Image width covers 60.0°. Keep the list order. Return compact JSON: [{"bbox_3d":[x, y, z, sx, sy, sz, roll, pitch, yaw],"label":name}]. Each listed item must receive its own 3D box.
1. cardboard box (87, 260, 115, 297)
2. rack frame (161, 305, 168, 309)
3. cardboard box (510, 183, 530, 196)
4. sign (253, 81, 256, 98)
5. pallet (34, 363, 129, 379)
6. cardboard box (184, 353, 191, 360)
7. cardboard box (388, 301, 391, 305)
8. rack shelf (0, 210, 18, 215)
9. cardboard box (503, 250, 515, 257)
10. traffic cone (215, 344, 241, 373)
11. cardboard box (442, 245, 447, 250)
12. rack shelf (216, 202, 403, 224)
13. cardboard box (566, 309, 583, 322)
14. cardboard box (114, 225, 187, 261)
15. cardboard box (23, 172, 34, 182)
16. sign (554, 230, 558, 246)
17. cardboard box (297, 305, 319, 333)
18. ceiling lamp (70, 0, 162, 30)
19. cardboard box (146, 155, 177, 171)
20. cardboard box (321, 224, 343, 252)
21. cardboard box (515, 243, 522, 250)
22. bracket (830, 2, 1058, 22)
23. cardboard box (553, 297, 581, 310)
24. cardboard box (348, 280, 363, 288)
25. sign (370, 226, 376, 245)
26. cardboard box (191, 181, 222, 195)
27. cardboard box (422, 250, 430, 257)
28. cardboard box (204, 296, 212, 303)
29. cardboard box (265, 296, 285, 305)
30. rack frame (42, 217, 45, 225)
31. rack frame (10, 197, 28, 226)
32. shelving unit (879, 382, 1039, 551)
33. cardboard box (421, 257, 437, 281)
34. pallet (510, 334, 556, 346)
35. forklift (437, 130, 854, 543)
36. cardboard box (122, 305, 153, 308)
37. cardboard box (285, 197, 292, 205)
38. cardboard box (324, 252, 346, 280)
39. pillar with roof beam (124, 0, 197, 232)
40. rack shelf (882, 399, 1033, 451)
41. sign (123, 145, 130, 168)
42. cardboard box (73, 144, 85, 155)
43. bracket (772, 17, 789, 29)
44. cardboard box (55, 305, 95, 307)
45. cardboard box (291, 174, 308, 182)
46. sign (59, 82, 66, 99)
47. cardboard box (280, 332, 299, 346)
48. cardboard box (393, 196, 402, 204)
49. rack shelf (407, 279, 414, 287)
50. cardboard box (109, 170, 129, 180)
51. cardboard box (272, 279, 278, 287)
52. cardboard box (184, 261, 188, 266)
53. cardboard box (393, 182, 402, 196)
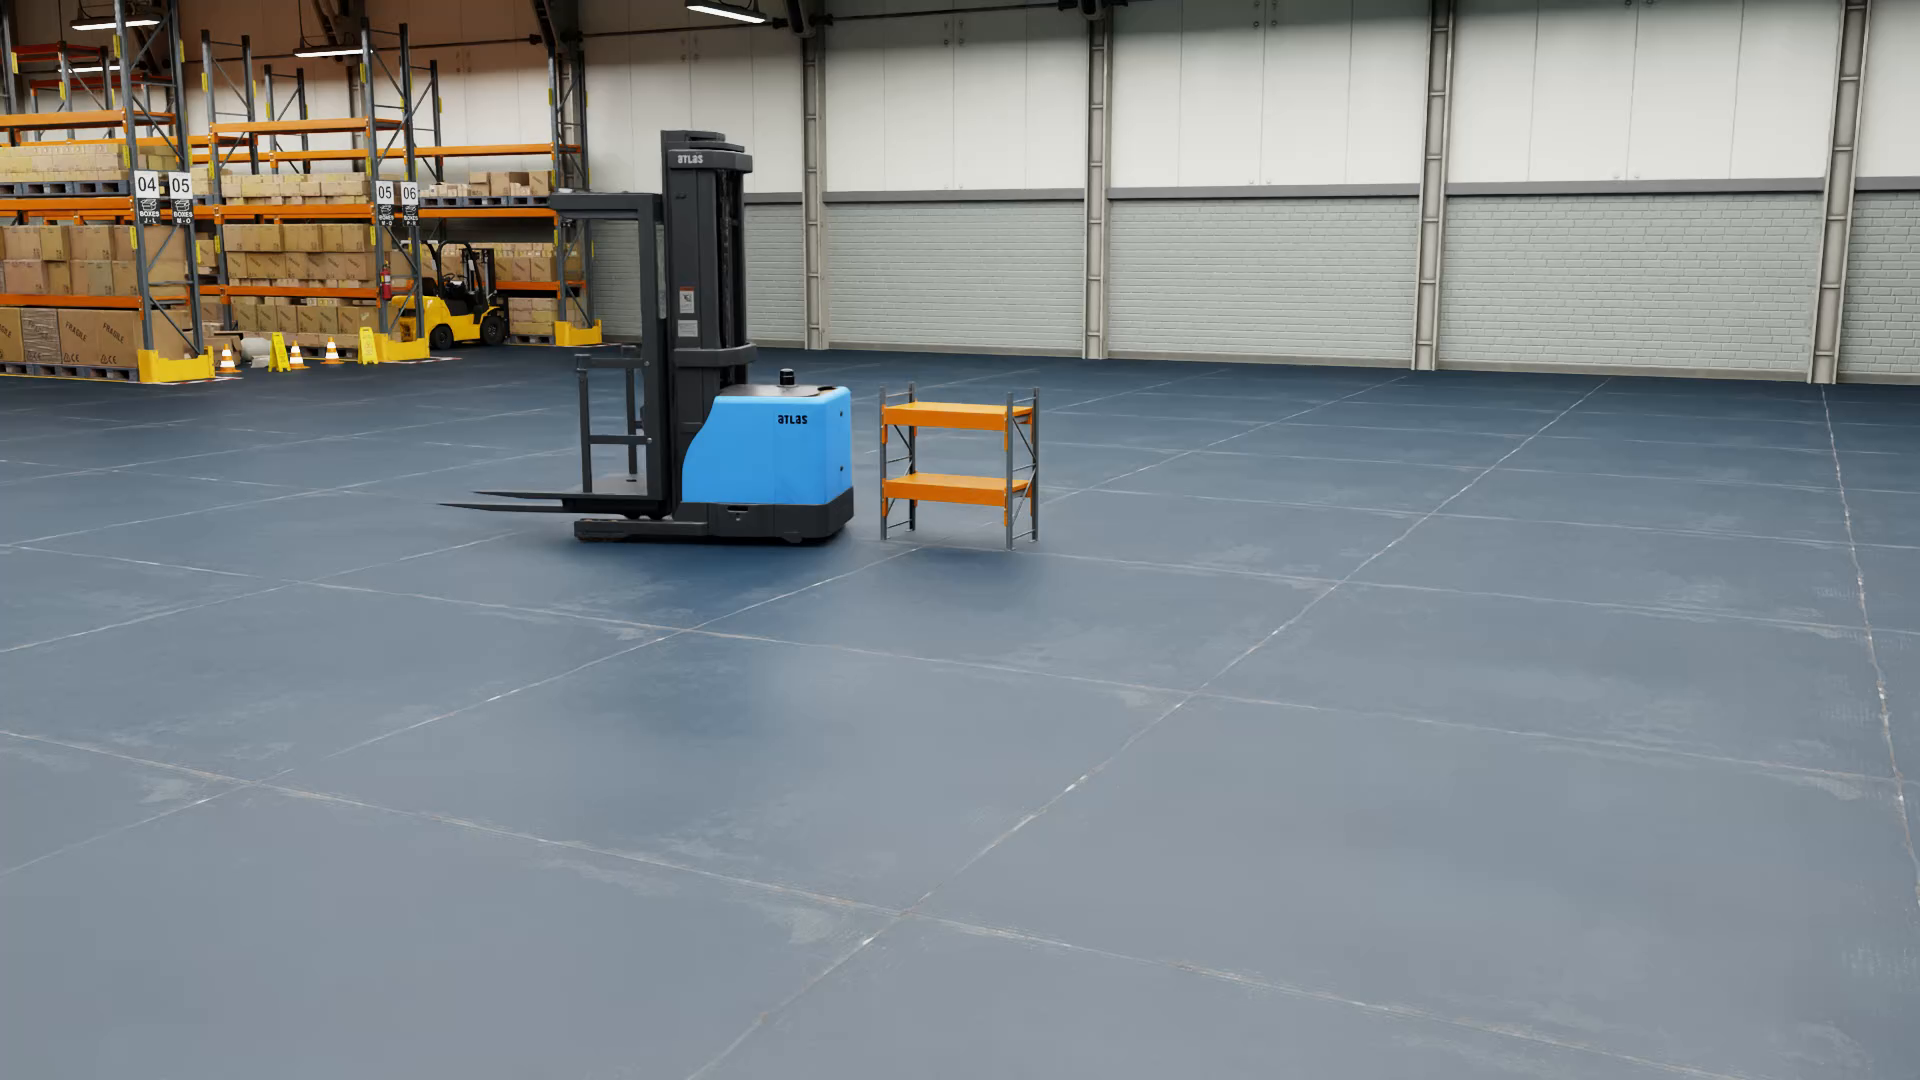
[{"bbox_3d":[-13.177,-4.135,26.233,0.550,0.550,0.875,5,11,26],"label":"cardboard box"},{"bbox_3d":[-18.791,-6.536,39.923,0.127,3.000,1.000,5,11,26],"label":"rack frame"},{"bbox_3d":[-9.134,-7.293,34.600,0.258,0.266,0.396,5,11,26],"label":"cardboard box"},{"bbox_3d":[-13.553,-8.649,31.905,0.005,0.325,0.100,5,11,26],"label":"sign"},{"bbox_3d":[-14.163,-2.774,26.964,1.213,0.211,1.003,5,11,26],"label":"pallet"},{"bbox_3d":[-13.552,-3.128,28.767,0.258,0.266,0.396,7,13,36],"label":"cardboard box"},{"bbox_3d":[-12.089,-4.983,36.831,0.625,0.625,0.875,6,12,28],"label":"cardboard box"},{"bbox_3d":[-17.702,-5.594,28.314,4.000,0.370,1.077,5,11,26],"label":"rack shelf"},{"bbox_3d":[-9.390,-6.022,34.980,0.250,0.149,0.380,5,11,24],"label":"cardboard box"},{"bbox_3d":[-12.170,-3.020,27.615,0.334,0.463,0.336,5,11,26],"label":"traffic cone"},{"bbox_3d":[-10.955,-6.323,35.809,0.250,0.149,0.380,5,11,25],"label":"cardboard box"},{"bbox_3d":[-12.016,-6.077,30.984,4.000,0.370,1.077,5,11,26],"label":"rack shelf"},{"bbox_3d":[-8.359,-4.761,35.249,0.500,0.250,0.500,5,12,27],"label":"cardboard box"},{"bbox_3d":[-12.637,-4.640,25.991,0.550,0.550,0.875,5,11,26],"label":"cardboard box"},{"bbox_3d":[-14.590,-5.740,26.344,0.250,0.149,0.380,5,11,26],"label":"cardboard box"},{"bbox_3d":[-8.282,-6.192,34.102,0.005,0.325,0.100,5,11,26],"label":"sign"},{"bbox_3d":[-11.975,-4.123,31.026,0.500,0.500,0.500,5,11,24],"label":"cardboard box"},{"bbox_3d":[-14.655,-10.578,29.018,2.000,3.185,0.800,5,11,26],"label":"ceiling lamp"},{"bbox_3d":[-12.641,-5.883,26.015,0.500,0.250,0.500,5,11,26],"label":"cardboard box"},{"bbox_3d":[-11.227,-5.532,30.449,0.500,0.500,0.700,5,11,26],"label":"cardboard box"},{"bbox_3d":[-9.116,-6.162,34.919,0.250,0.149,0.380,5,11,26],"label":"cardboard box"},{"bbox_3d":[-0.333,-9.746,30.707,4.783,0.066,0.076,5,11,26],"label":"bracket"},{"bbox_3d":[-8.376,-5.005,35.193,0.500,0.250,0.500,5,11,25],"label":"cardboard box"},{"bbox_3d":[-10.928,-4.672,30.326,0.250,0.149,0.380,5,11,25],"label":"cardboard box"},{"bbox_3d":[-10.486,-5.436,29.704,0.005,0.325,0.100,5,11,26],"label":"sign"},{"bbox_3d":[-14.397,-6.745,31.894,0.500,0.250,0.500,5,11,25],"label":"cardboard box"},{"bbox_3d":[-11.447,-6.207,36.003,0.250,0.149,0.380,5,11,25],"label":"cardboard box"},{"bbox_3d":[-17.609,-5.688,39.257,0.250,0.149,0.380,5,11,26],"label":"cardboard box"},{"bbox_3d":[-12.852,-4.506,31.317,0.250,0.149,0.380,6,12,28],"label":"cardboard box"},{"bbox_3d":[-22.378,-6.852,41.665,0.127,3.000,1.000,5,11,26],"label":"rack frame"},{"bbox_3d":[-15.909,-4.314,27.646,0.127,3.000,1.000,5,11,26],"label":"rack frame"},{"bbox_3d":[-0.006,-0.554,12.133,1.048,1.125,0.538,5,11,26],"label":"shelving unit"},{"bbox_3d":[-11.334,-5.879,36.008,0.500,0.500,0.500,5,11,24],"label":"cardboard box"},{"bbox_3d":[-8.734,-4.272,35.243,1.213,0.211,1.003,5,11,26],"label":"pallet"},{"bbox_3d":[-2.380,-1.515,12.369,3.031,2.935,1.130,1,10,8],"label":"forklift"},{"bbox_3d":[-20.191,-5.610,40.642,0.500,0.500,0.700,5,11,24],"label":"cardboard box"},{"bbox_3d":[-12.253,-6.280,30.788,0.250,0.149,0.380,5,11,26],"label":"cardboard box"},{"bbox_3d":[-11.278,-5.032,30.497,0.500,0.500,0.500,5,11,26],"label":"cardboard box"},{"bbox_3d":[-20.921,-9.000,36.689,0.548,9.000,9.100,5,11,26],"label":"pillar with roof beam"},{"bbox_3d":[-0.006,-0.842,12.081,1.000,0.278,0.538,5,11,26],"label":"rack shelf"},{"bbox_3d":[-12.574,-5.786,25.093,0.005,0.325,0.100,5,11,26],"label":"sign"},{"bbox_3d":[-13.460,-6.032,25.723,0.250,0.149,0.380,5,12,27],"label":"cardboard box"},{"bbox_3d":[-3.403,-10.016,32.197,0.430,0.232,0.235,5,11,26],"label":"bracket"},{"bbox_3d":[-17.979,-4.657,34.326,0.875,0.875,0.875,5,11,25],"label":"cardboard box"},{"bbox_3d":[-12.046,-6.637,30.526,0.250,0.149,0.380,5,12,27],"label":"cardboard box"},{"bbox_3d":[-17.639,-8.829,32.677,0.005,0.325,0.100,5,11,26],"label":"sign"},{"bbox_3d":[-12.439,-3.795,31.320,0.500,0.250,0.500,5,11,25],"label":"cardboard box"},{"bbox_3d":[-10.376,-6.228,30.503,0.250,0.149,0.380,5,11,26],"label":"cardboard box"},{"bbox_3d":[-13.410,-5.710,37.375,4.000,0.370,1.077,5,11,26],"label":"rack shelf"},{"bbox_3d":[-12.770,-5.580,25.459,0.250,0.149,0.380,5,11,26],"label":"cardboard box"},{"bbox_3d":[-12.708,-4.845,31.281,0.250,0.149,0.380,5,11,26],"label":"cardboard box"},{"bbox_3d":[-14.770,-5.554,32.199,0.500,0.500,0.500,5,11,26],"label":"cardboard box"},{"bbox_3d":[-10.555,-6.429,30.491,0.500,0.250,0.500,5,11,25],"label":"cardboard box"}]
